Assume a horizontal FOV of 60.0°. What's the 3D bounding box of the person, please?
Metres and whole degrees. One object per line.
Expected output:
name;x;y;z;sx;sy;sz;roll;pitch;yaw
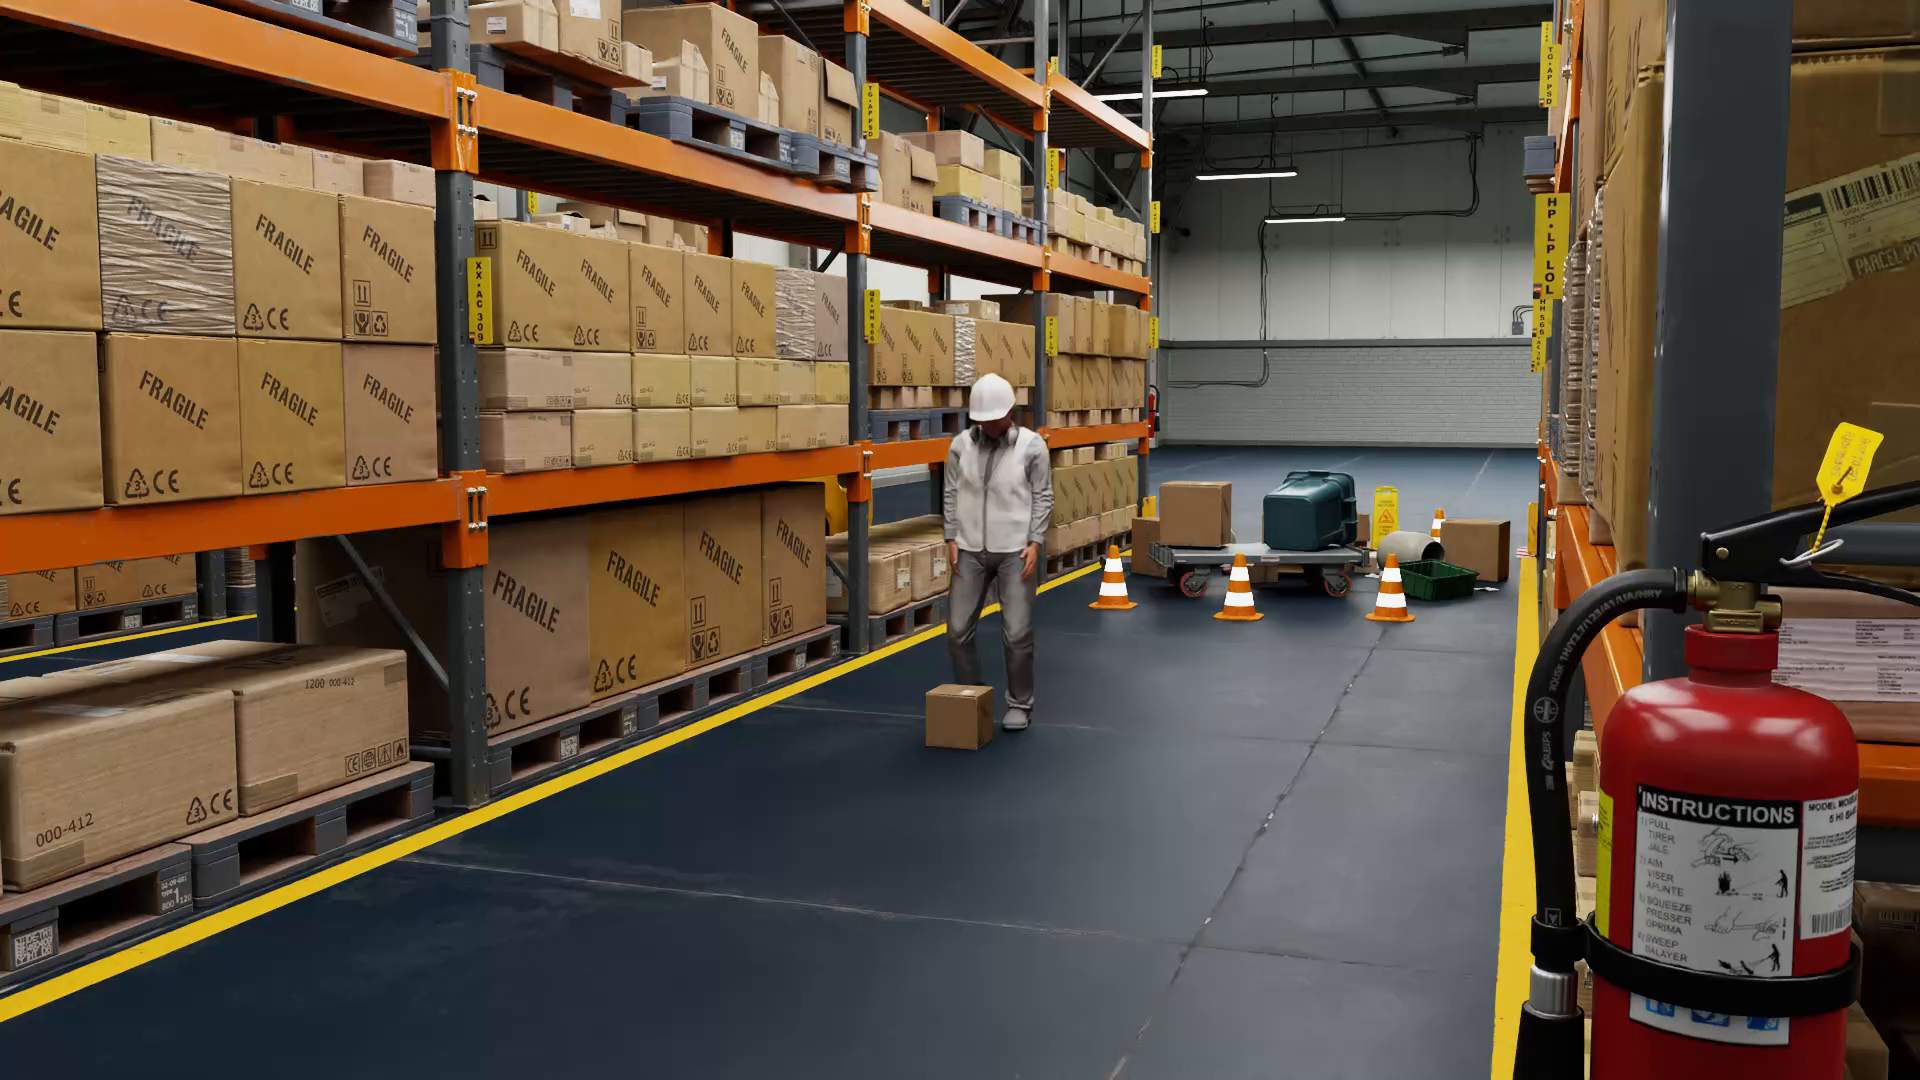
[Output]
person;0.183;0.055;8.084;0.560;1.719;0.476;2;5;20
